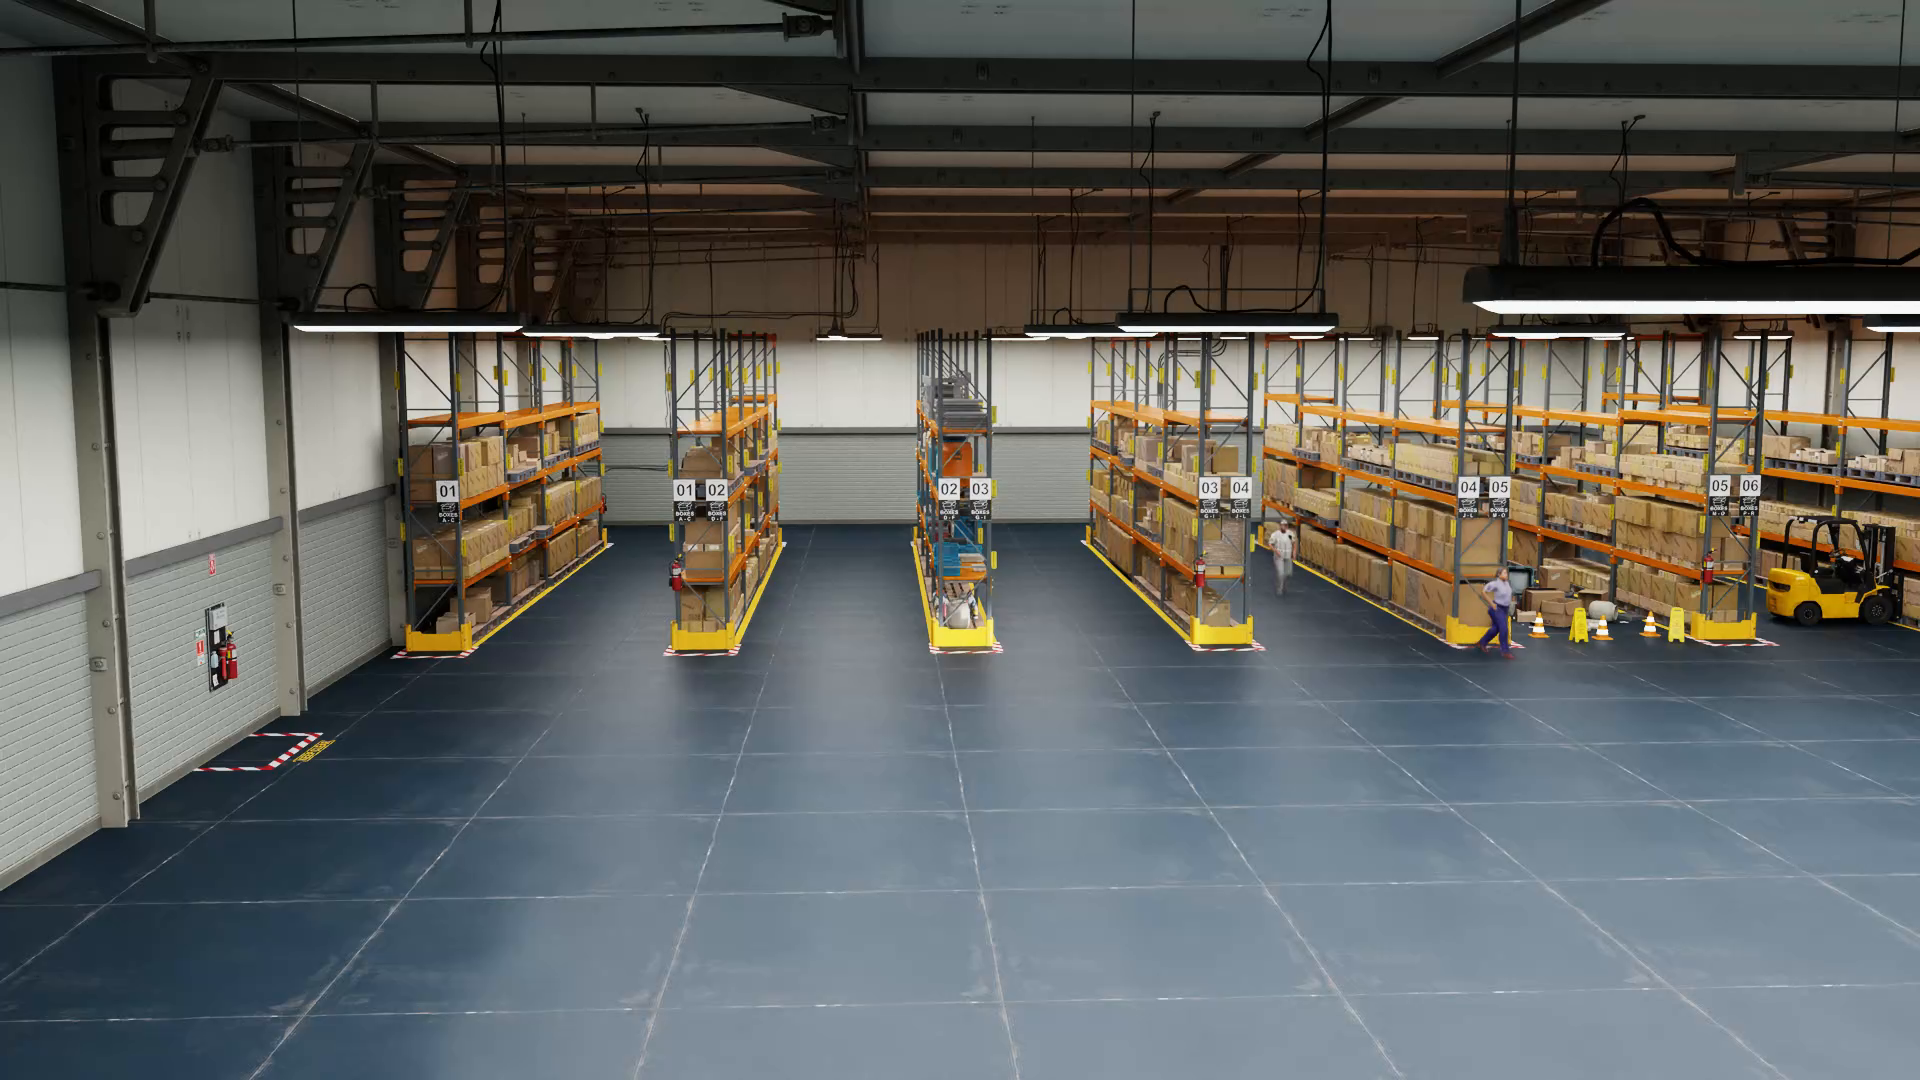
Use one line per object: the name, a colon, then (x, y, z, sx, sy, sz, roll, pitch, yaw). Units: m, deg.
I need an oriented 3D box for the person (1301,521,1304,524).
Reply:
person: (10.005, -0.840, 49.006, 0.686, 1.572, 0.513, -6, 9, -40)

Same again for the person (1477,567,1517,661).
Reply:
person: (9.825, 1.320, 30.332, 0.830, 1.666, 0.606, 7, 9, 44)

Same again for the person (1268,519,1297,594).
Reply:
person: (7.416, 0.372, 38.159, 0.698, 1.742, 0.620, -1, 7, -7)
